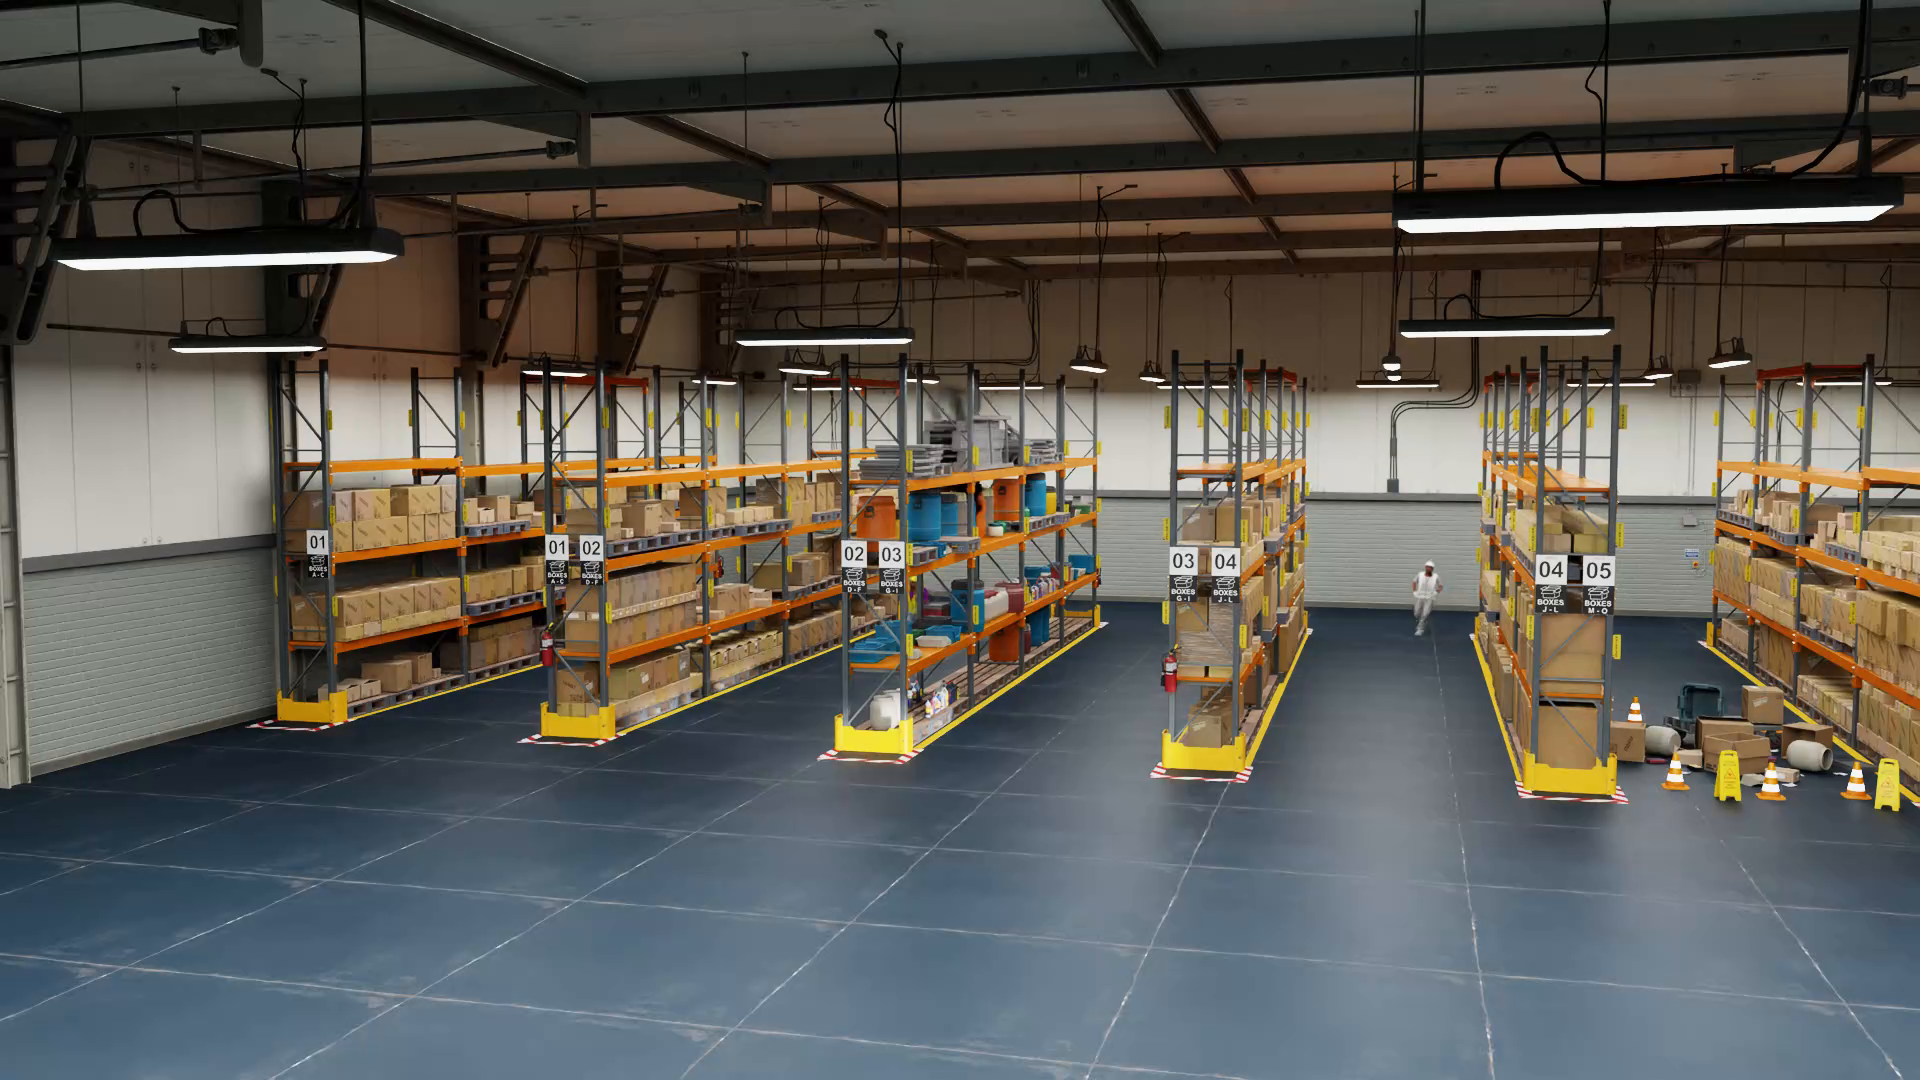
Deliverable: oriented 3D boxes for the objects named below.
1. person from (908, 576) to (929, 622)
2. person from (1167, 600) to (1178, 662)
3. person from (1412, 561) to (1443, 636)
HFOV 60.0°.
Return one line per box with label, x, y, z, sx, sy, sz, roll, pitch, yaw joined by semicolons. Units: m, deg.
person;-0.960;1.587;35.519;0.685;1.726;0.923;1;4;10
person;4.502;1.732;34.280;0.564;1.629;0.566;1;4;13
person;10.872;1.357;38.704;0.712;1.730;0.588;2;4;23
